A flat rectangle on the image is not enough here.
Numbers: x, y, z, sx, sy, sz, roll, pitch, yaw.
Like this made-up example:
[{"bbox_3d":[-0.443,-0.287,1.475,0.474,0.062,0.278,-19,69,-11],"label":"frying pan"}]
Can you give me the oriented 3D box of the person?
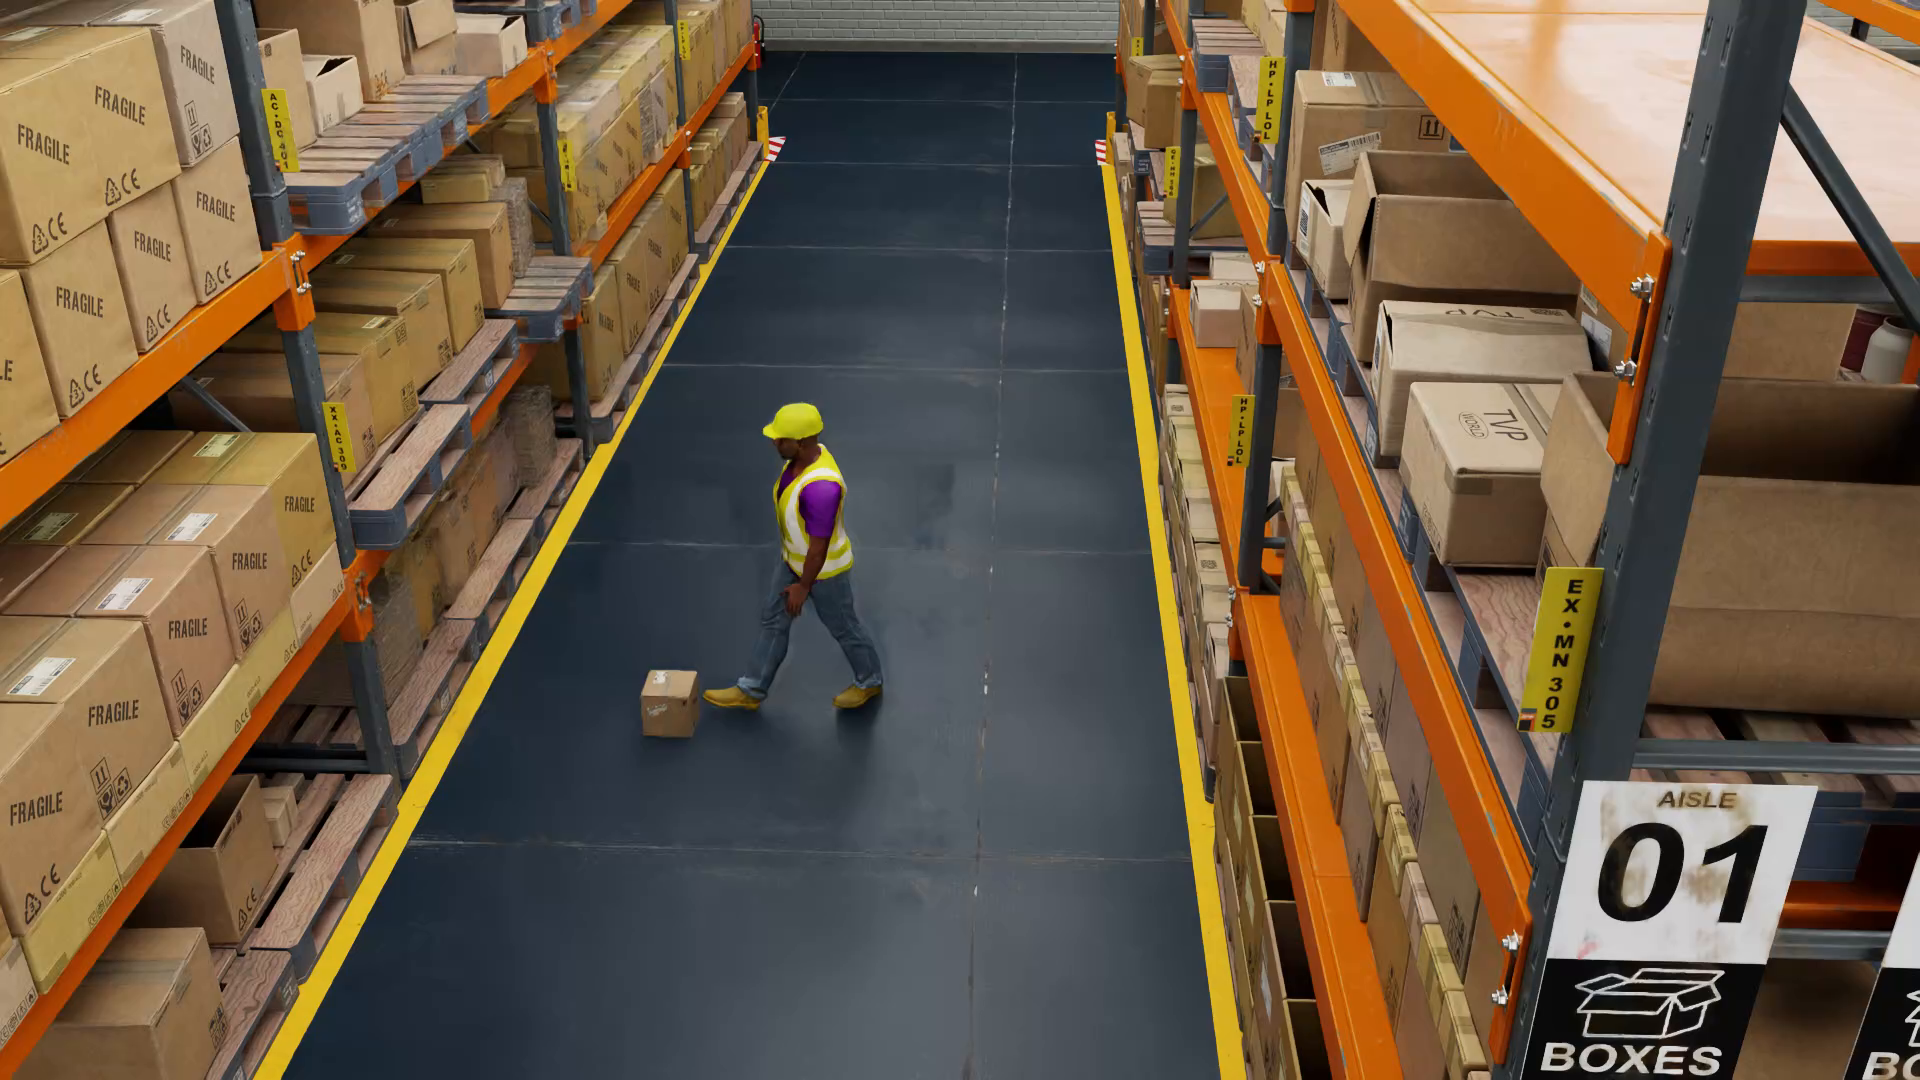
[{"bbox_3d":[-0.838,0.123,8.328,0.939,1.722,0.583,-14,31,-24],"label":"person"}]
